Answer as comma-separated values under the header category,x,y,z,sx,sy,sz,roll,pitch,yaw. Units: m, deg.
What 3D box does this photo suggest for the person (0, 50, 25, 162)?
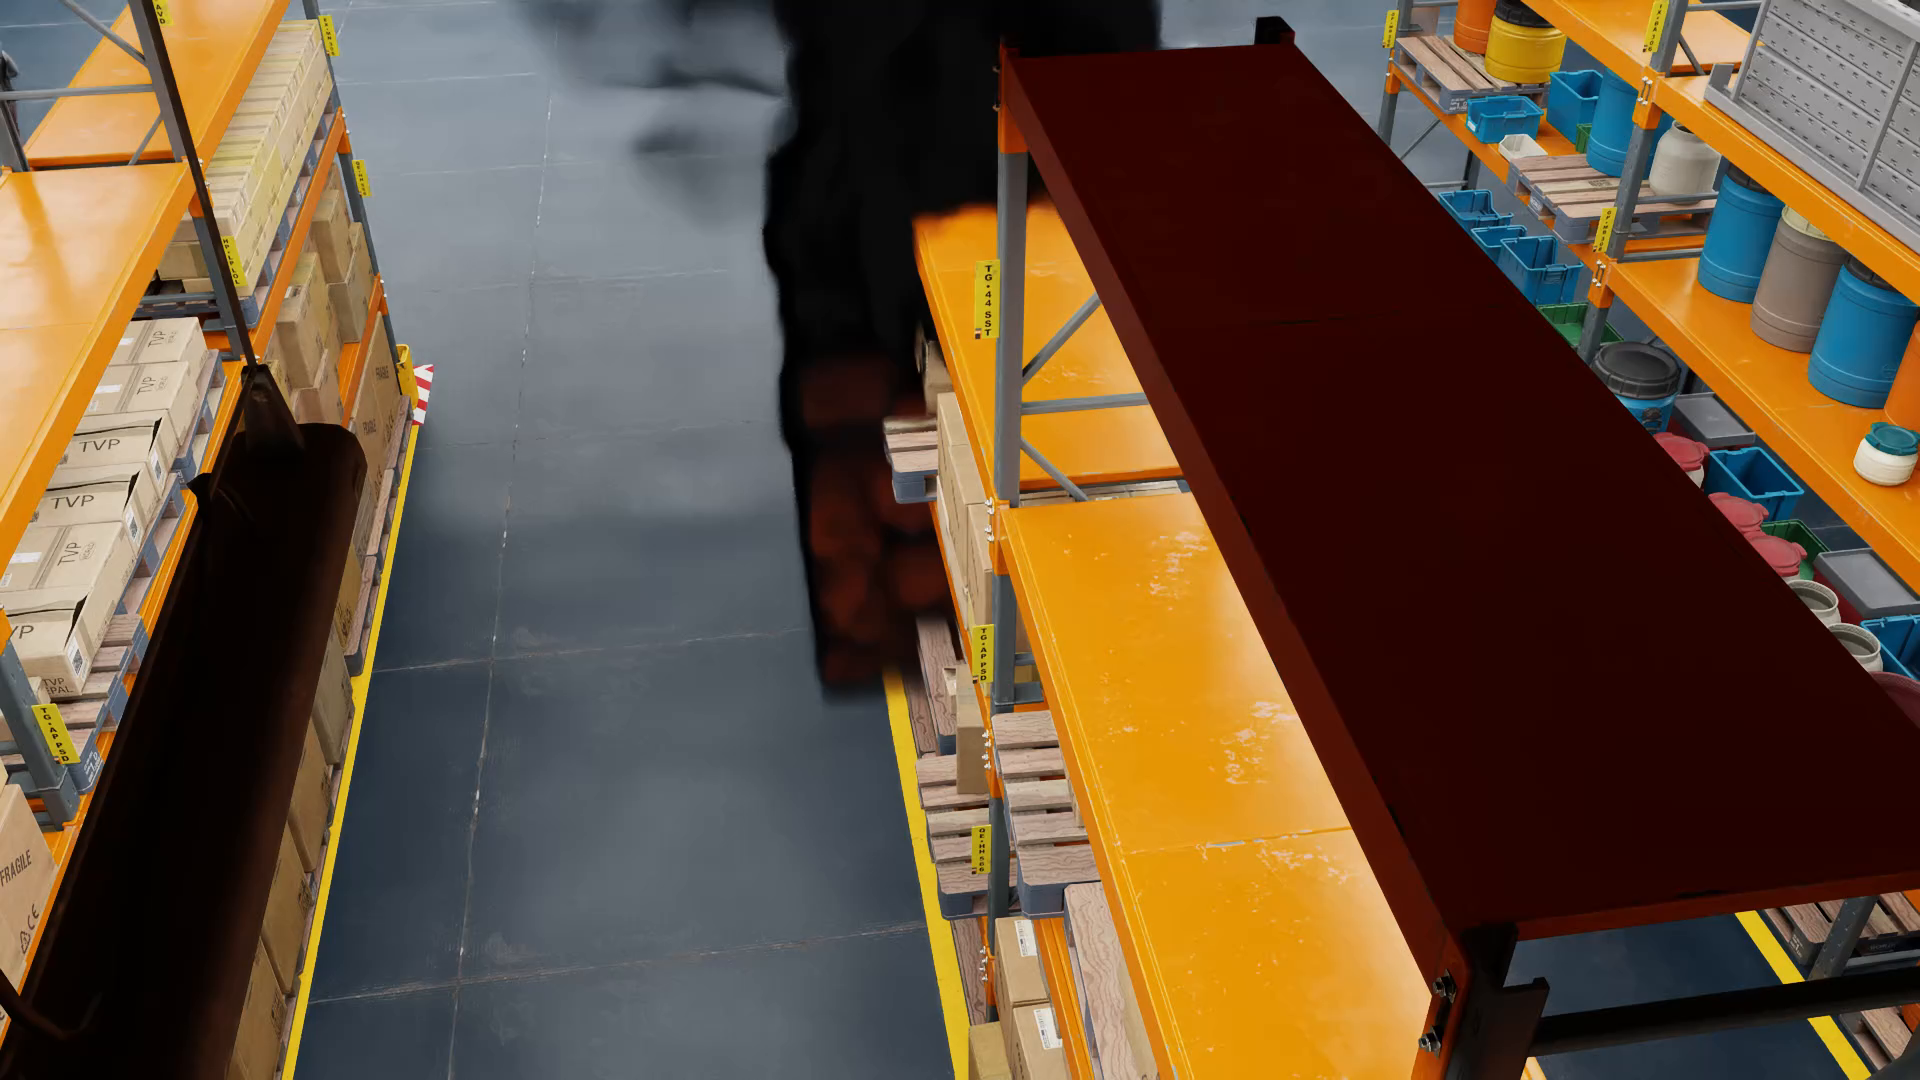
category,x,y,z,sx,sy,sz,roll,pitch,yaw
person,-10.851,-4.900,18.676,0.583,1.692,0.711,23,42,28
